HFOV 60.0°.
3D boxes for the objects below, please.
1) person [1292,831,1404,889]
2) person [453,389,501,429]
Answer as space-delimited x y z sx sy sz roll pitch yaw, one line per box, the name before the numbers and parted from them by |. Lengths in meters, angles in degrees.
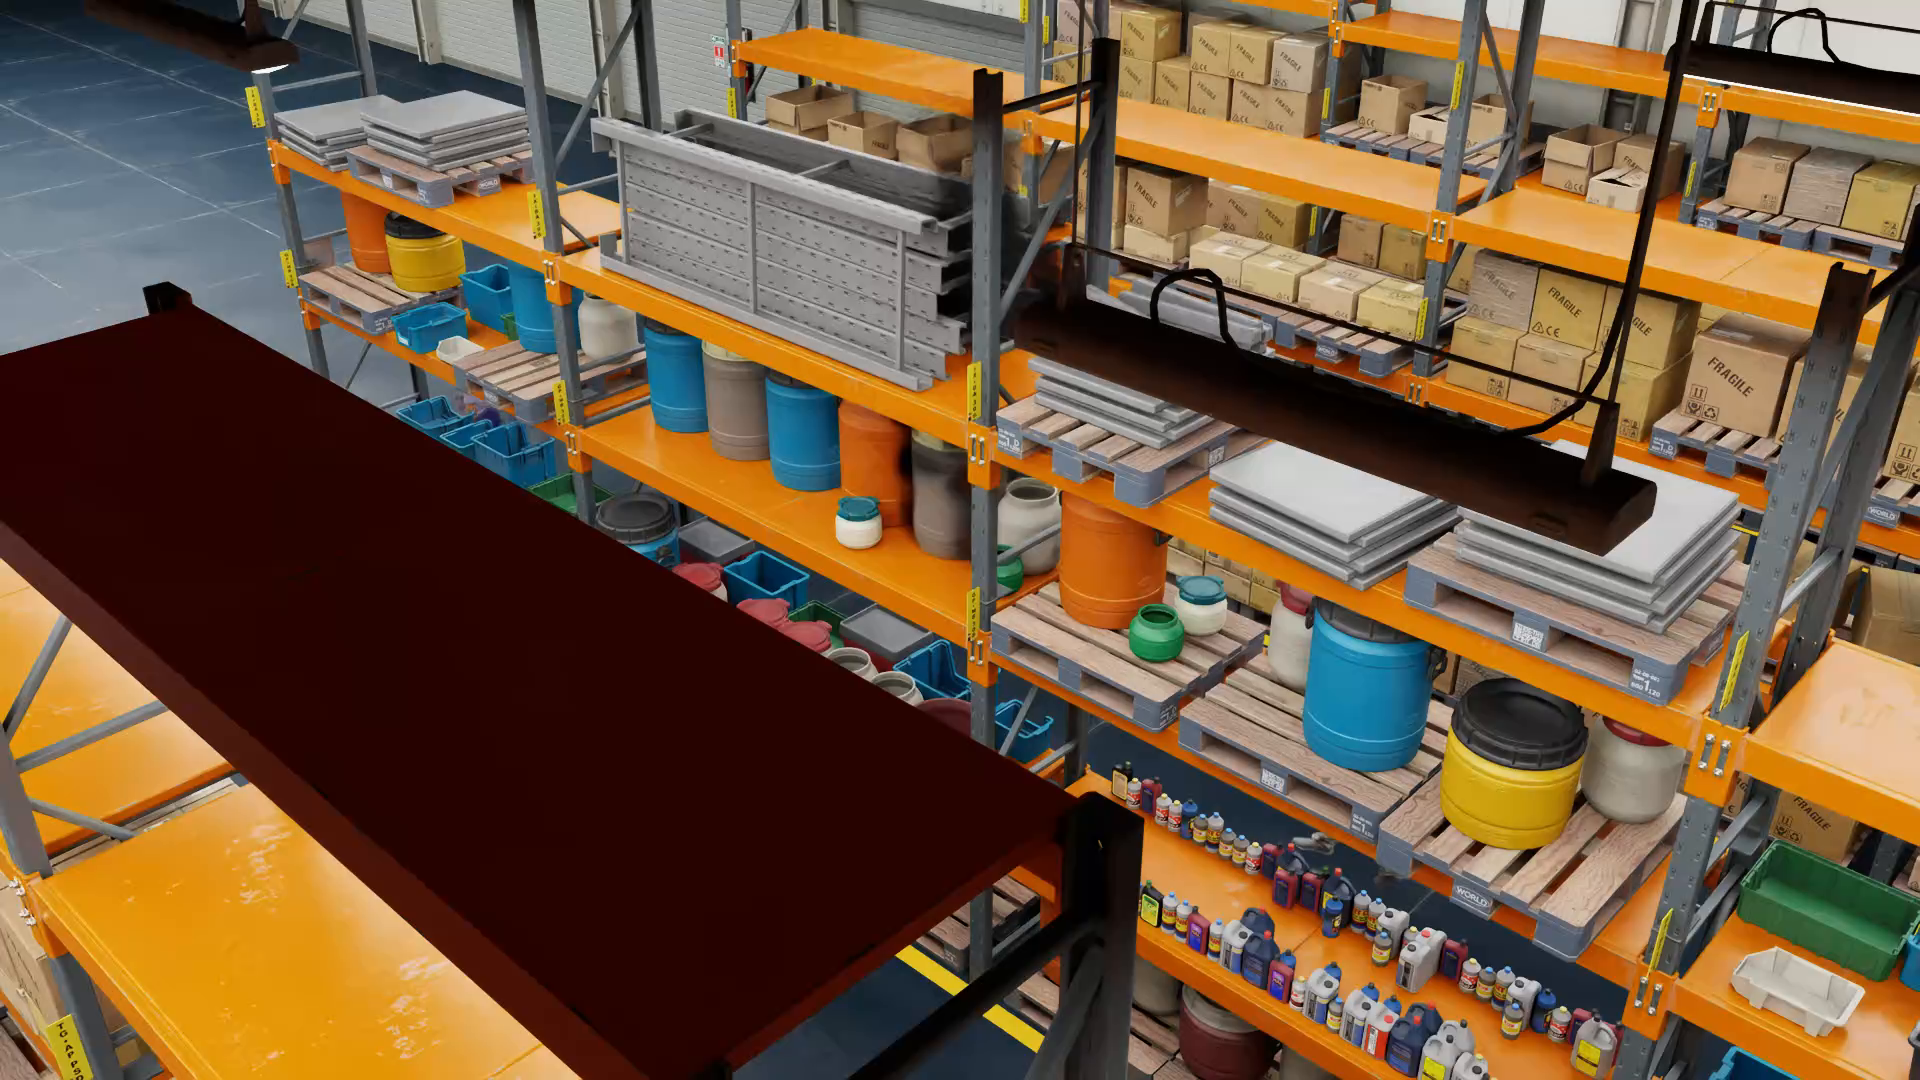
person | 2.716 1.523 11.200 0.876 1.776 0.660 20 35 32
person | -4.885 -1.174 16.696 0.506 1.562 0.656 7 30 13
